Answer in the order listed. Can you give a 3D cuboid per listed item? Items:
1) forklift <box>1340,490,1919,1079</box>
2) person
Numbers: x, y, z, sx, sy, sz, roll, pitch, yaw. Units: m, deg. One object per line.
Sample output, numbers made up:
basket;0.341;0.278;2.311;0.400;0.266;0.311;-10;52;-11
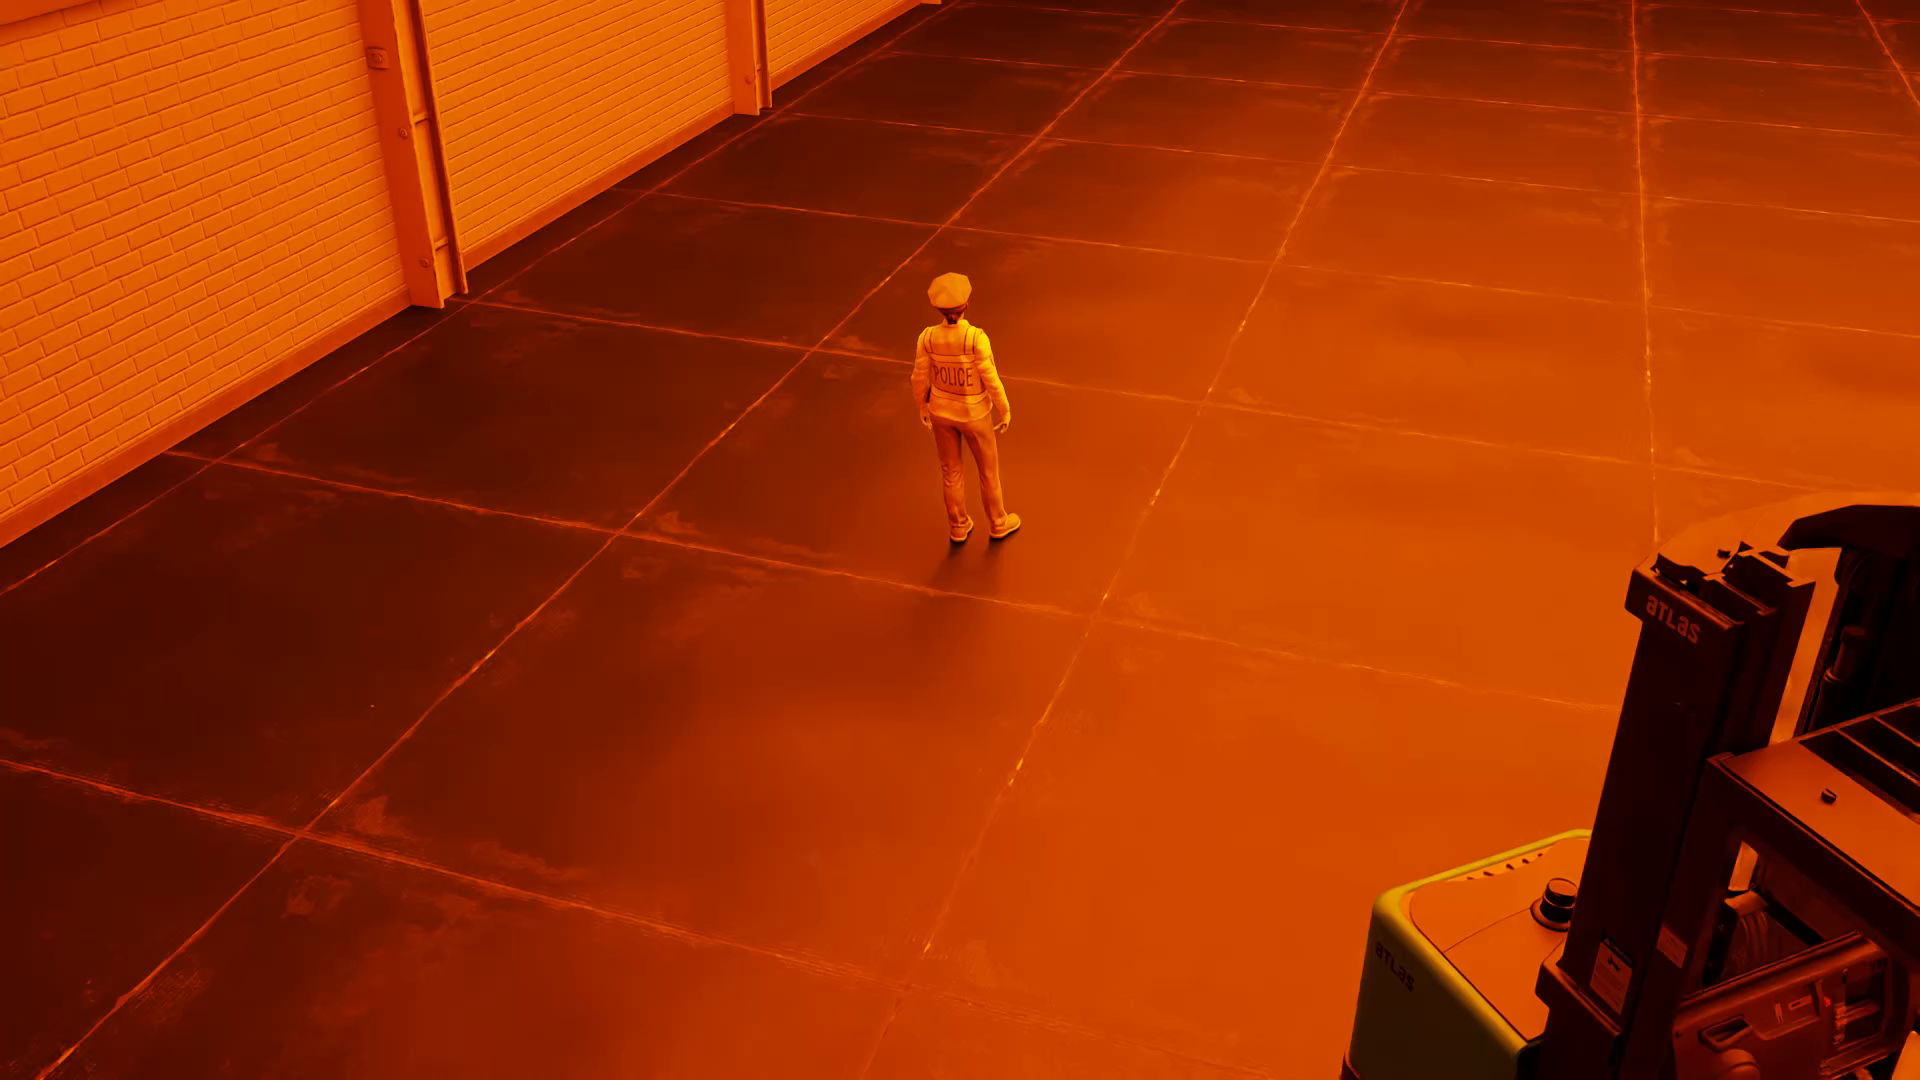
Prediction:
forklift;2.467;1.464;4.568;1.130;2.935;3.031;-12;32;-20
person;0.029;-0.774;9.728;0.586;1.694;0.530;10;31;16
